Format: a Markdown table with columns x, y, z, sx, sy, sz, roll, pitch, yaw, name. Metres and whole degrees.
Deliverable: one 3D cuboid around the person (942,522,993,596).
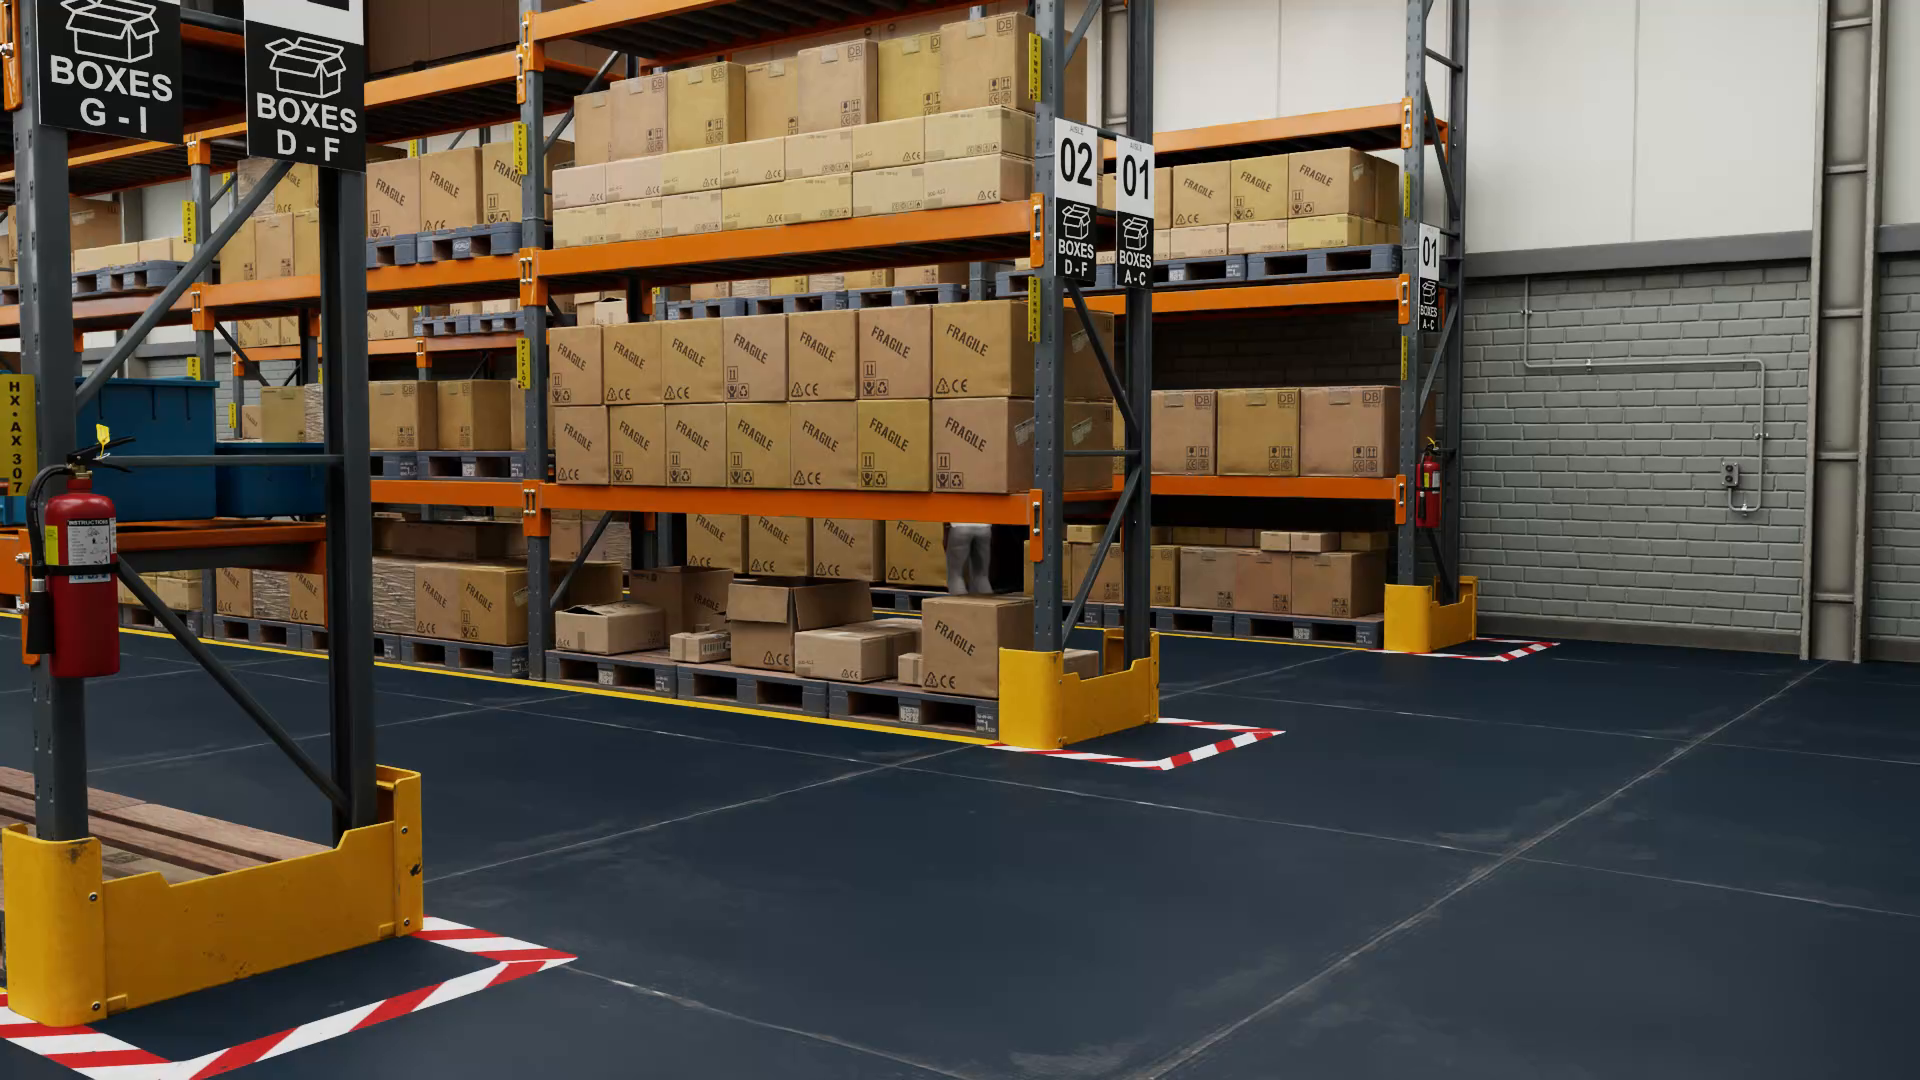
| x | y | z | sx | sy | sz | roll | pitch | yaw | name |
| --- | --- | --- | --- | --- | --- | --- | --- | --- | --- |
| 0.049 | -0.050 | 13.492 | 0.437 | 1.670 | 0.341 | -2 | 4 | -27 | person |
